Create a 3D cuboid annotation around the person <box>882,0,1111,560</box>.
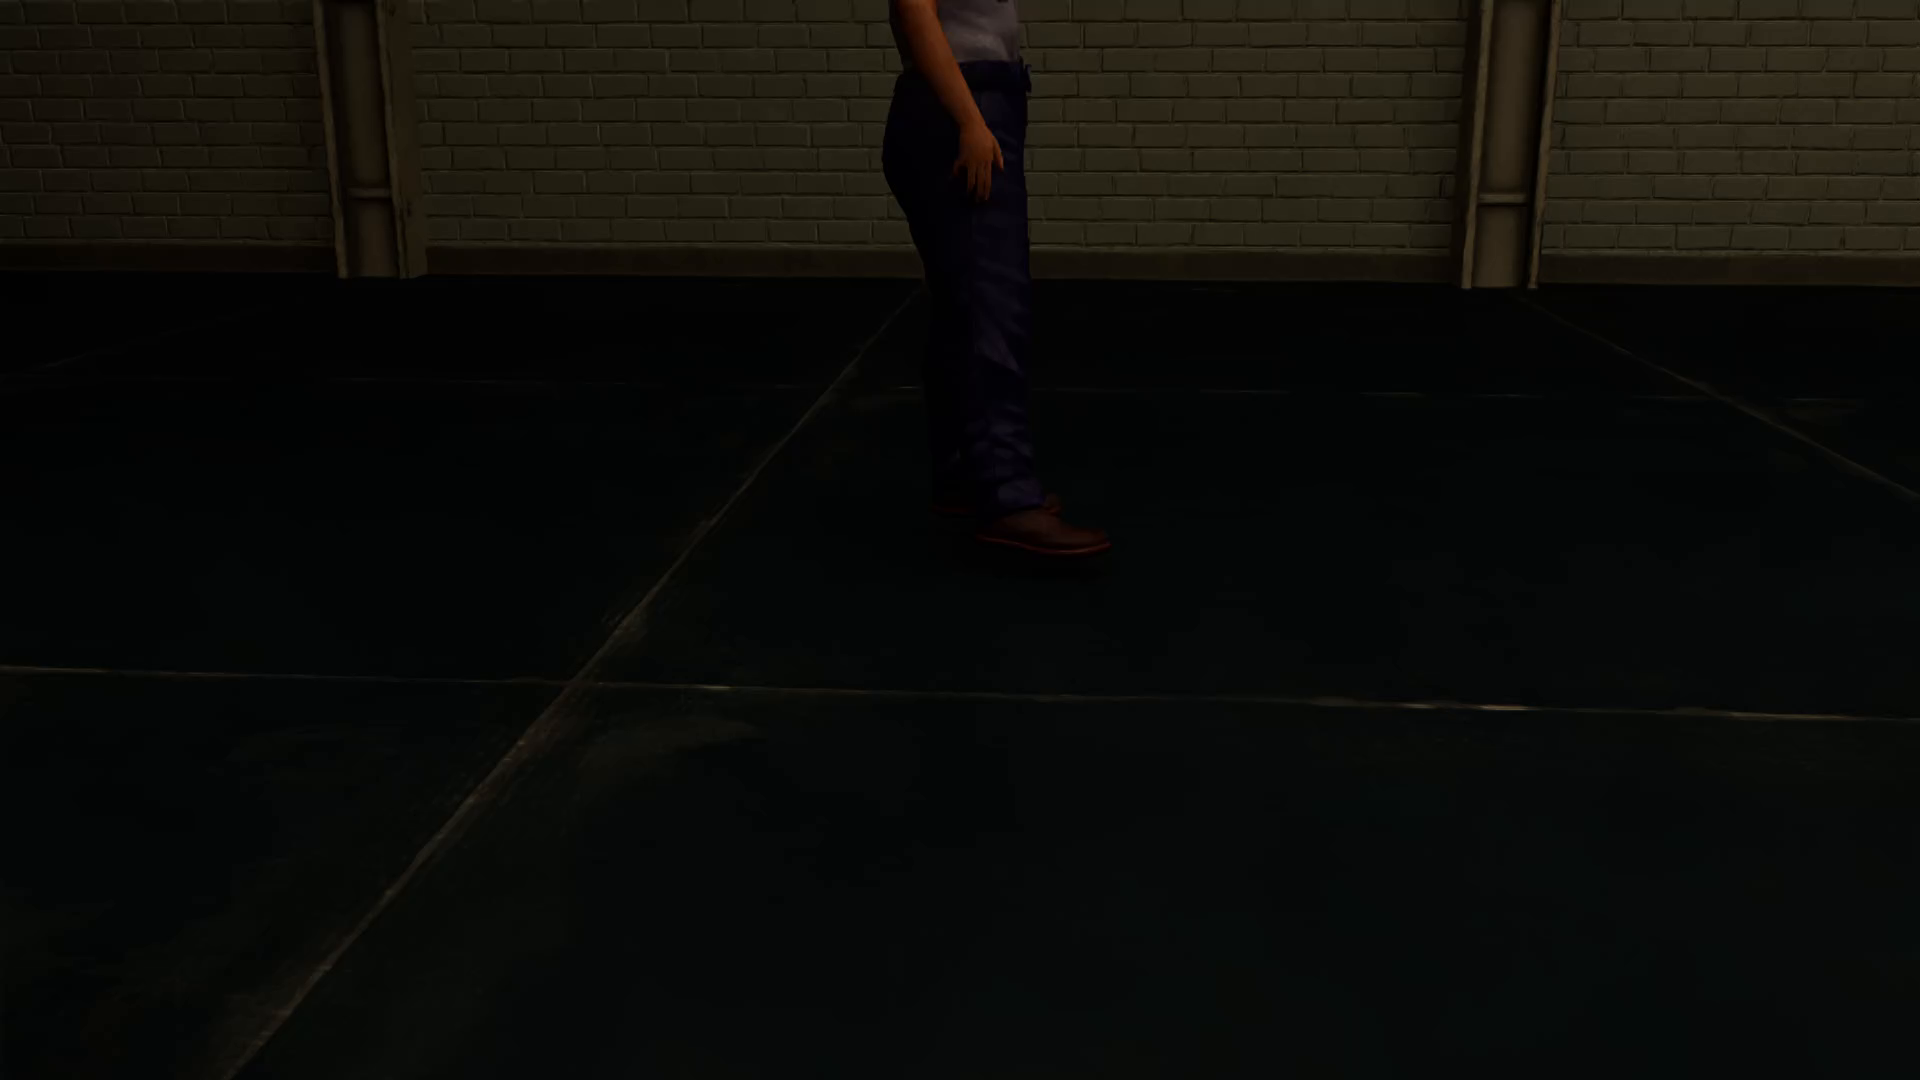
[{"bbox_3d":[0.087,-0.832,3.557,0.503,1.650,0.599,1,15,4],"label":"person"}]
